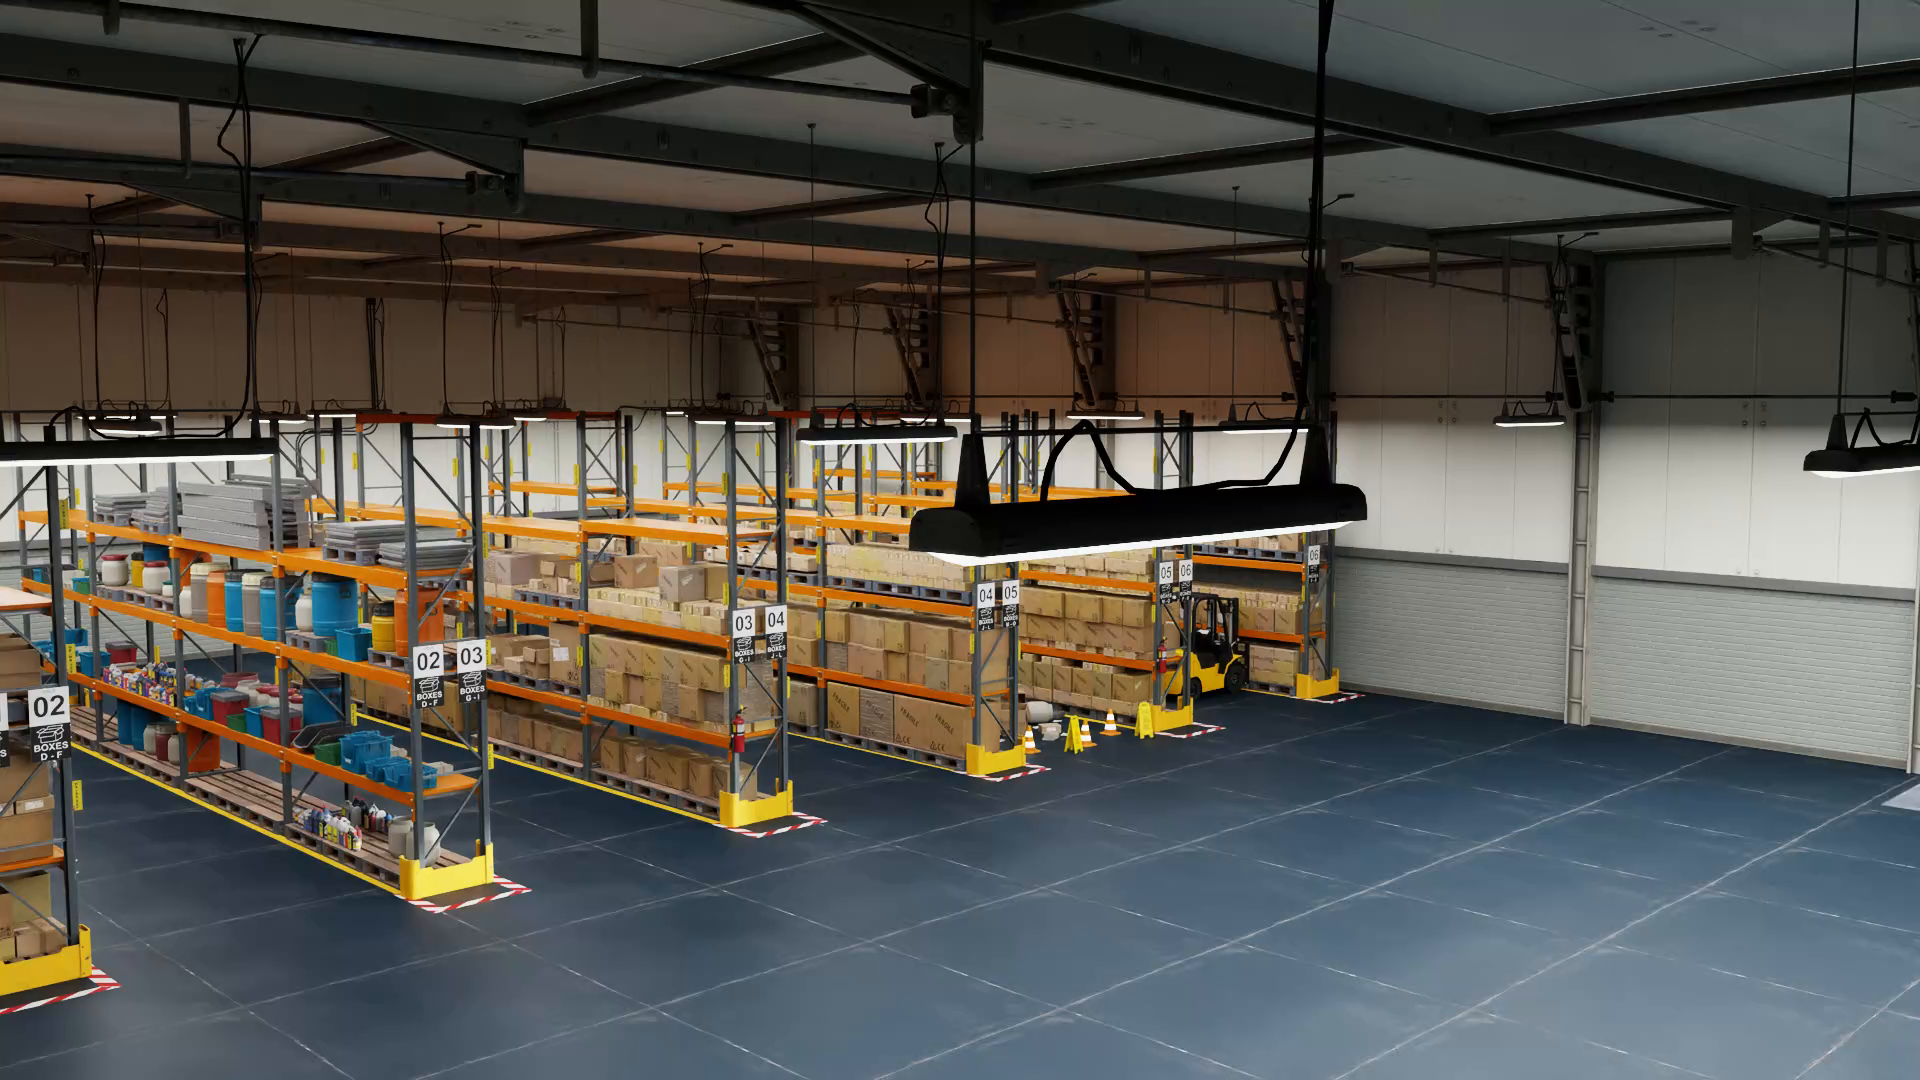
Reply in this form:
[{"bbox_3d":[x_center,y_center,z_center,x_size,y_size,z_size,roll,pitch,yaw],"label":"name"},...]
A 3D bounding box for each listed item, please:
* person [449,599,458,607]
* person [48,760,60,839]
[{"bbox_3d":[-11.687,2.154,38.175,0.665,1.788,0.669,-4,6,-38],"label":"person"},{"bbox_3d":[-13.211,3.482,23.805,0.844,1.594,0.519,3,6,35],"label":"person"}]
